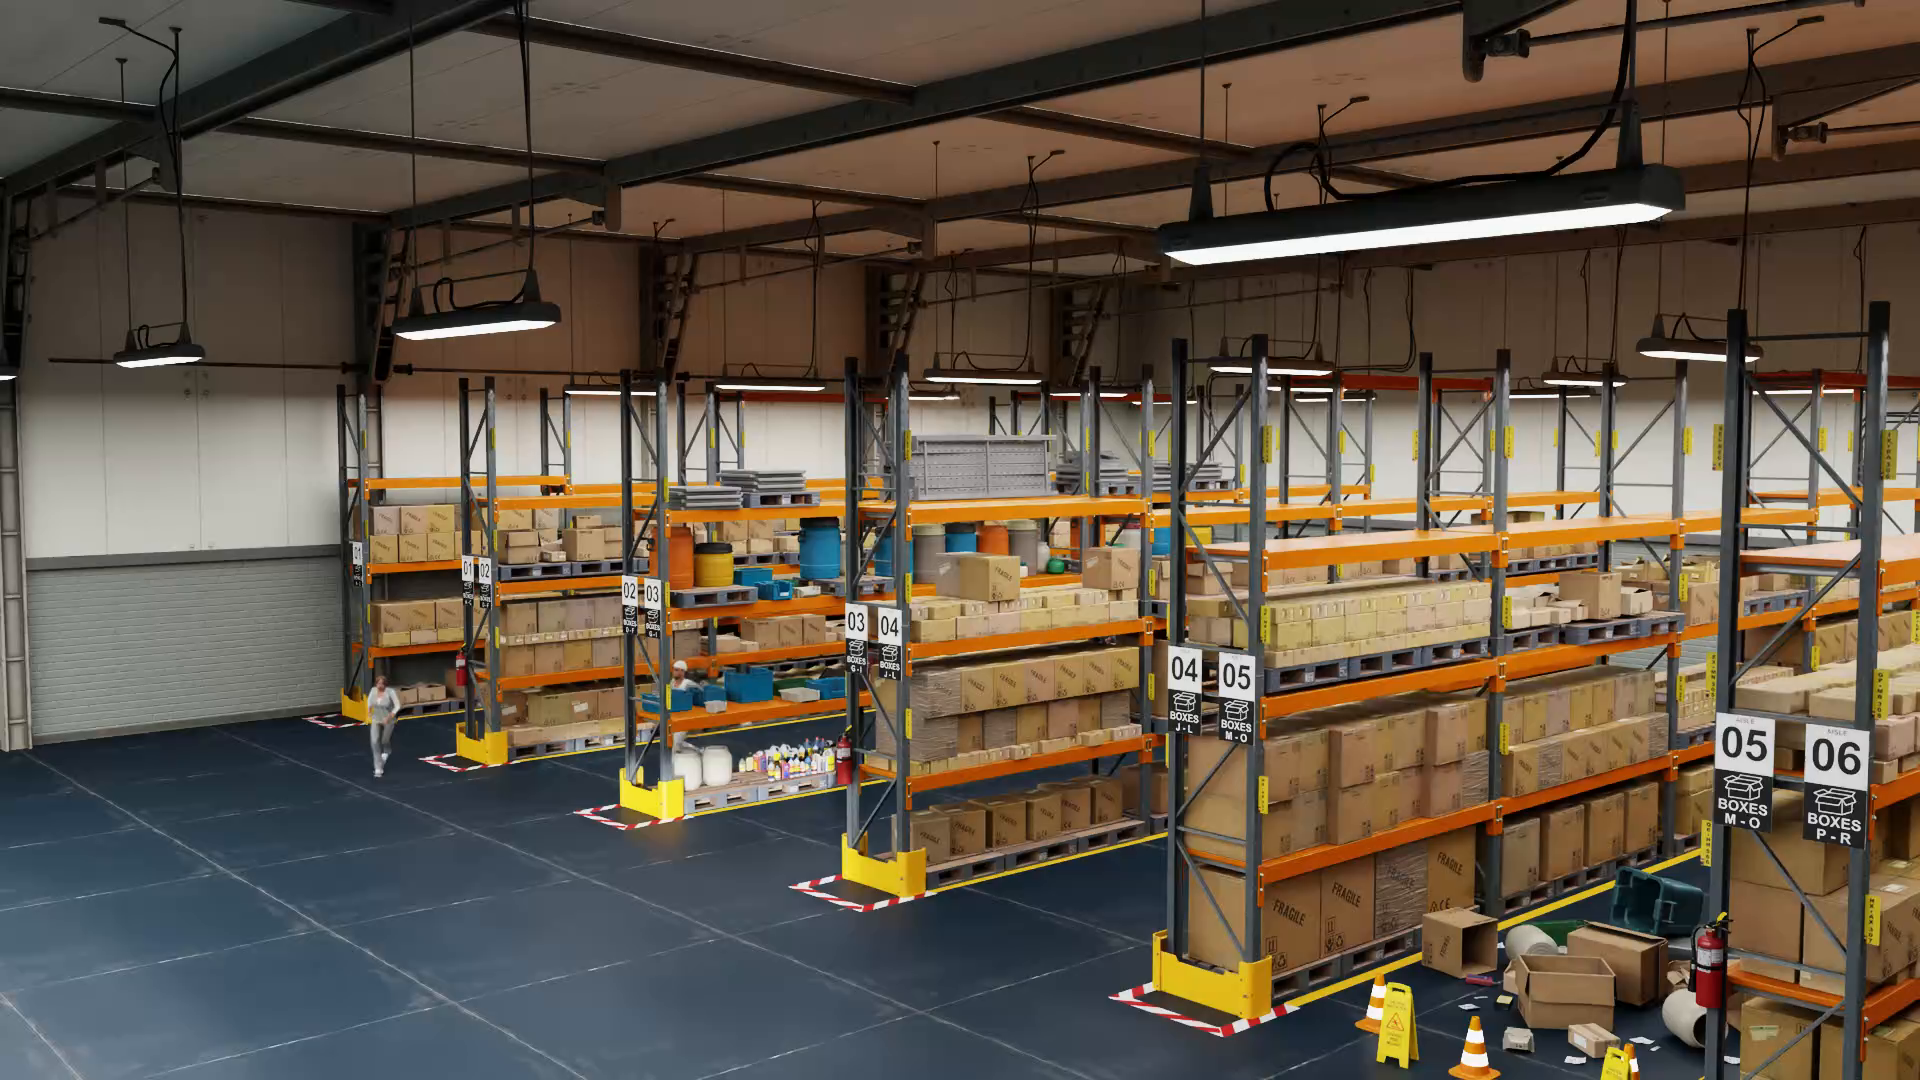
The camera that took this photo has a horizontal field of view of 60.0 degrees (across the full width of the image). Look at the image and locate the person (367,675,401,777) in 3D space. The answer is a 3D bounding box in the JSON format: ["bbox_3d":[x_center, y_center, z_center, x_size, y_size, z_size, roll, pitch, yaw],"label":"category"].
[{"bbox_3d":[-8.700,2.781,25.213,0.517,1.506,0.850,0,4,-5],"label":"person"}]

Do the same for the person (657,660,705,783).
[{"bbox_3d":[-4.121,2.662,24.582,0.653,1.774,0.959,3,5,40],"label":"person"}]

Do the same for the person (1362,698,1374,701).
[{"bbox_3d":[5.339,2.847,21.979,0.631,1.850,0.768,3,5,40],"label":"person"}]

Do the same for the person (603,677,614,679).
[{"bbox_3d":[-6.260,2.409,29.317,0.726,1.735,0.590,-4,5,-44],"label":"person"}]
